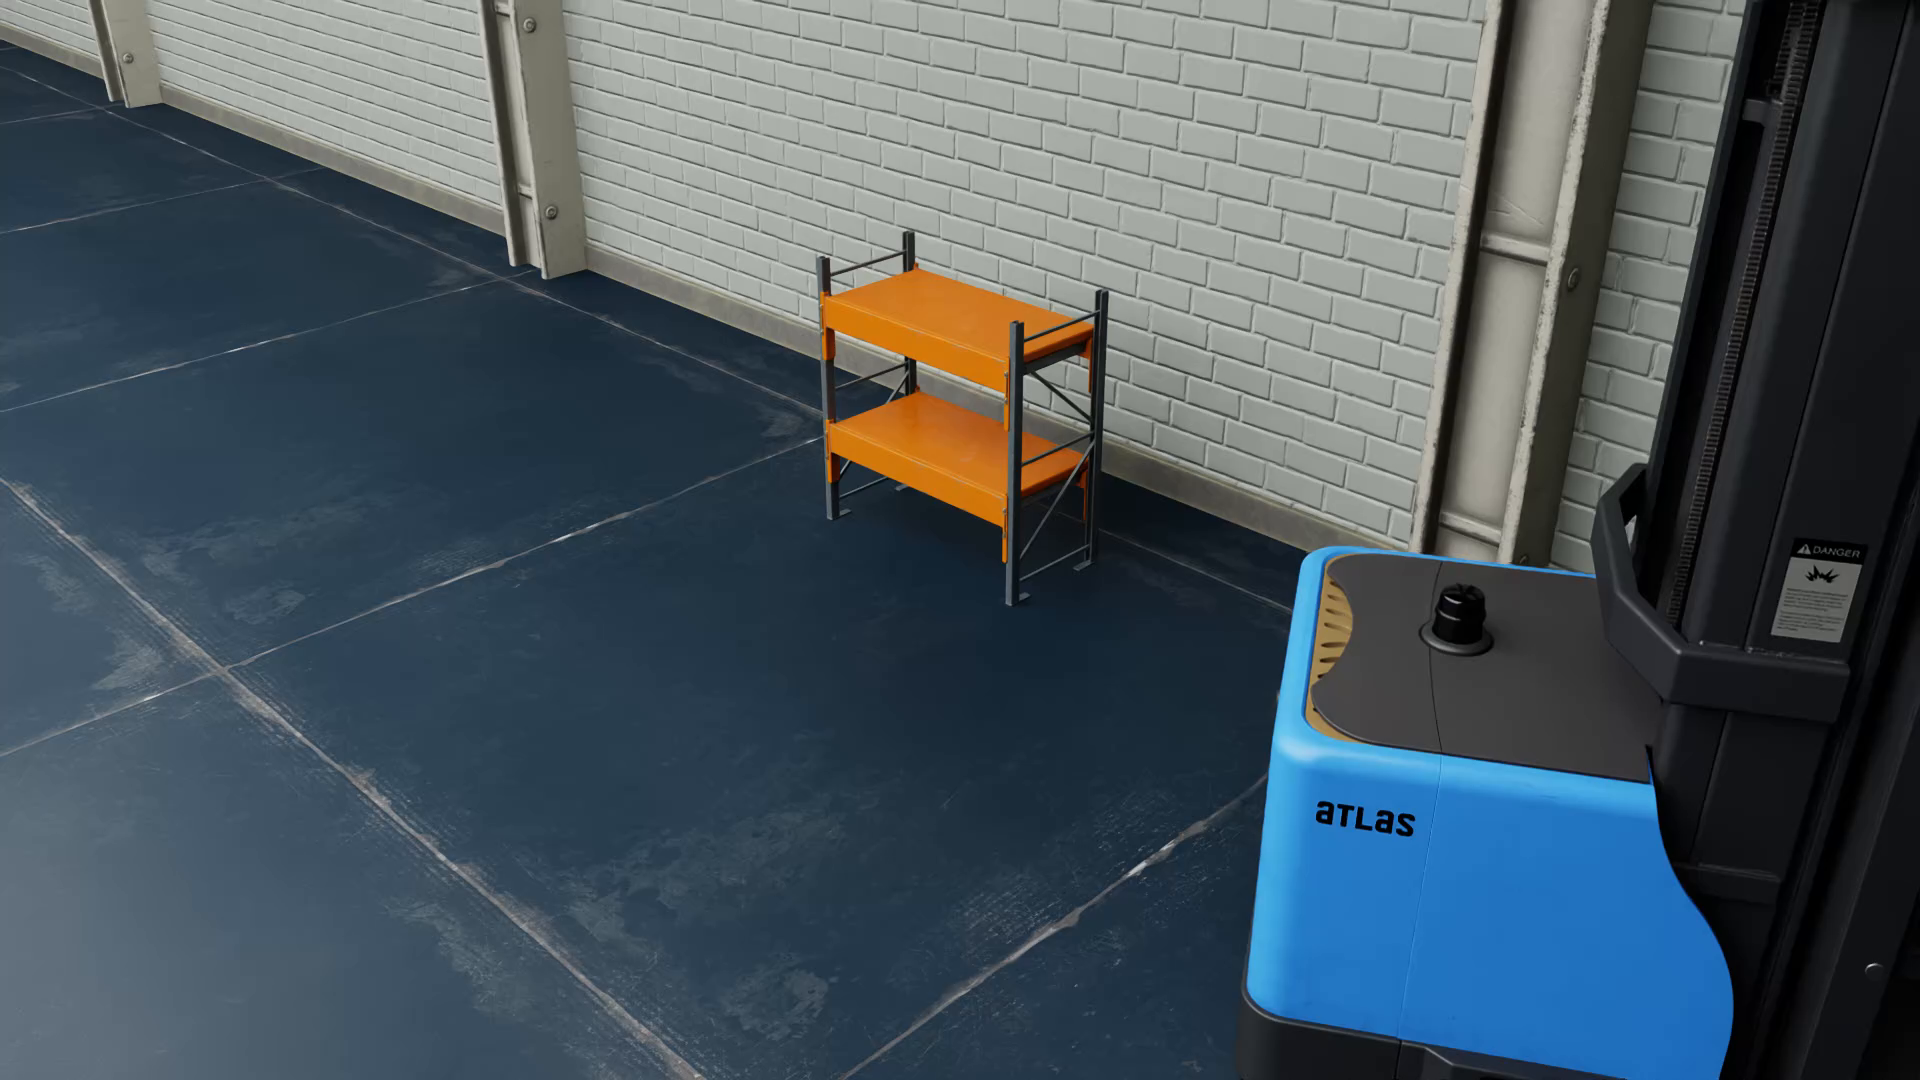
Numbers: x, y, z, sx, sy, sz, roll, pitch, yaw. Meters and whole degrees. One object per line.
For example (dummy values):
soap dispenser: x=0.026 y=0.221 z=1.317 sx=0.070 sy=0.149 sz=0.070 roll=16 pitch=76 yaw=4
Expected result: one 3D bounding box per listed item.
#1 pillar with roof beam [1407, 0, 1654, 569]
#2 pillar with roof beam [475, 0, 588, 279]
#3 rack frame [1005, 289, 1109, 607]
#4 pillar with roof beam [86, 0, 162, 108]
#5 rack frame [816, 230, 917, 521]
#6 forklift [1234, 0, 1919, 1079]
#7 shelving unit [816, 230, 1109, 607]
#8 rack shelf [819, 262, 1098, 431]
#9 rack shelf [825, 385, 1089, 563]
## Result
pillar with roof beam: x=-1.162 y=-2.217 z=1.297 sx=0.400 sy=9.000 sz=9.100 roll=25 pitch=36 yaw=38
pillar with roof beam: x=-5.440 y=-4.175 z=5.021 sx=0.400 sy=9.000 sz=9.100 roll=25 pitch=36 yaw=38
rack frame: x=0.358 y=-0.334 z=6.177 sx=0.032 sy=1.125 sz=0.500 roll=25 pitch=36 yaw=38
pillar with roof beam: x=-9.719 y=-6.133 z=8.744 sx=0.400 sy=9.000 sz=9.100 roll=25 pitch=36 yaw=38
rack frame: x=-0.367 y=-0.666 z=6.808 sx=0.032 sy=1.125 sz=0.500 roll=25 pitch=36 yaw=38
forklift: x=2.254 y=0.043 z=3.518 sx=3.031 sy=2.935 sz=1.130 roll=7 pitch=29 yaw=13
shelving unit: x=-0.005 y=-0.500 z=6.492 sx=1.048 sy=1.125 sz=0.538 roll=25 pitch=36 yaw=38
rack shelf: x=-0.005 y=-0.759 z=6.356 sx=1.000 sy=0.278 sz=0.538 roll=25 pitch=36 yaw=38
rack shelf: x=-0.005 y=-0.284 z=6.606 sx=1.000 sy=0.278 sz=0.538 roll=25 pitch=36 yaw=38
